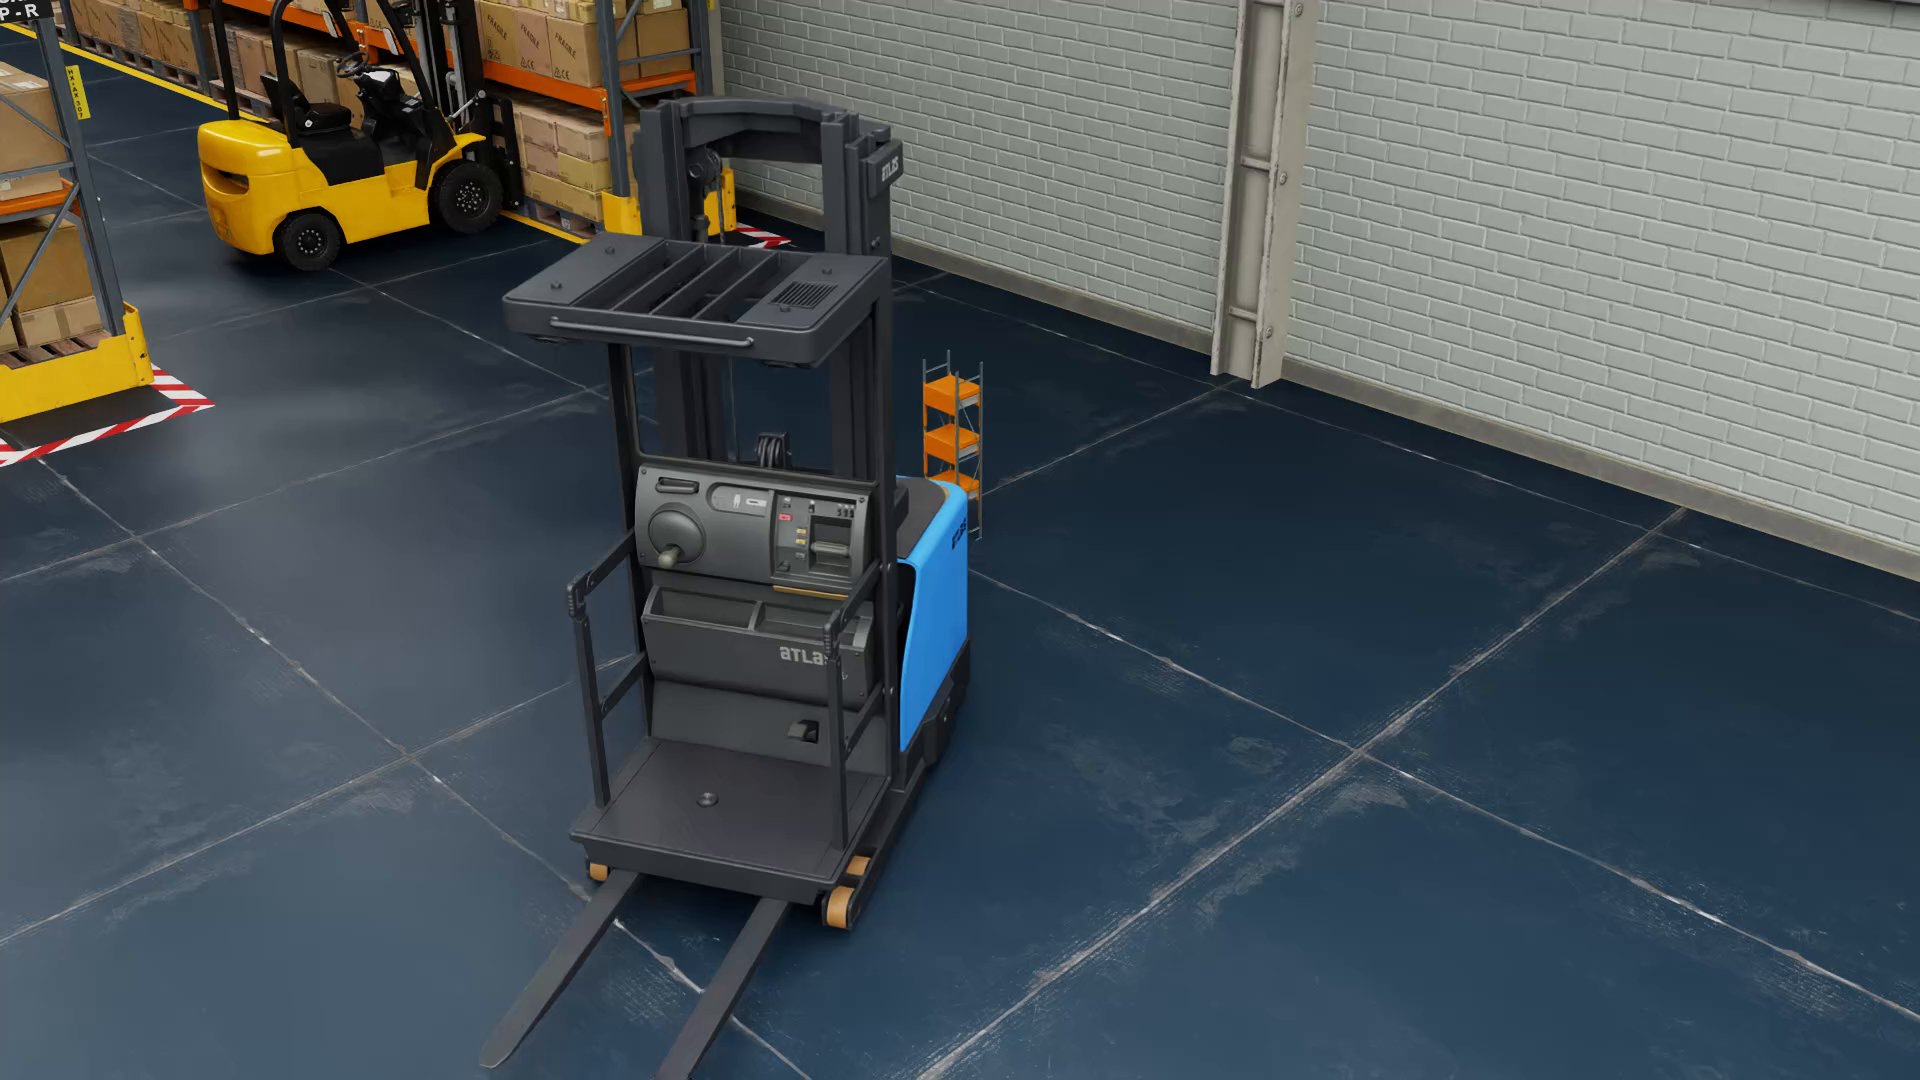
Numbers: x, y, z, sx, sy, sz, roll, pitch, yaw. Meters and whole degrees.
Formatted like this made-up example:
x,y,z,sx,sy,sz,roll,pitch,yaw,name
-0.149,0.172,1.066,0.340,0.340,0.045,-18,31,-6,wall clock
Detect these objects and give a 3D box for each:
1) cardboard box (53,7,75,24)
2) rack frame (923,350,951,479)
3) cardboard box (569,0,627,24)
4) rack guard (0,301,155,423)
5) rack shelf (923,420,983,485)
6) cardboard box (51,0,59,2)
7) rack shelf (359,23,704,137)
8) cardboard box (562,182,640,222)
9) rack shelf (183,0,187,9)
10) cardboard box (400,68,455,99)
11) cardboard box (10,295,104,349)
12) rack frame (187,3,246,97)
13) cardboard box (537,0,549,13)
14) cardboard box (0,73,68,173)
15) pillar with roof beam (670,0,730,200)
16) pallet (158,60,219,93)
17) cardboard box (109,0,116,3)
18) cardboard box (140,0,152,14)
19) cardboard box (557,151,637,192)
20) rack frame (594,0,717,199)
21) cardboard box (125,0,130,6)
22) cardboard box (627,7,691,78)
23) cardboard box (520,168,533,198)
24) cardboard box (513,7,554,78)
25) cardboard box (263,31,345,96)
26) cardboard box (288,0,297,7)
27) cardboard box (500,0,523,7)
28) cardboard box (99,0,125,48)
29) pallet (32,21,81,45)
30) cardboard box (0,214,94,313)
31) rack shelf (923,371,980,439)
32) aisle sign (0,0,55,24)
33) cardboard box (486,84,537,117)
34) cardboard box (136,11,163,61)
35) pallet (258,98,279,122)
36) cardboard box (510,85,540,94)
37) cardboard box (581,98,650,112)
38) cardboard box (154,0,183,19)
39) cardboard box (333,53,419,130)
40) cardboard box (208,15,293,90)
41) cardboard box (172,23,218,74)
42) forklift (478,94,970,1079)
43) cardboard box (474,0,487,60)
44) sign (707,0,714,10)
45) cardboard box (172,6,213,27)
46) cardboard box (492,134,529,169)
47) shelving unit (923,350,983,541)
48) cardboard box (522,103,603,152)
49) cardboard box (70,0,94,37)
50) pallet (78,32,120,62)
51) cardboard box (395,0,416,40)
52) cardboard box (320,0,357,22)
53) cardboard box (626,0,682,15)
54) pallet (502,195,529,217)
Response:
x,y,z,sx,sy,sz,roll,pitch,yaw,name
-11.610,-6.815,21.599,0.250,0.149,0.380,23,36,37,cardboard box
-0.125,-0.522,9.115,0.008,1.050,0.200,25,36,38,rack frame
-2.894,-4.242,13.291,0.380,0.149,0.250,-25,36,-38,cardboard box
-5.981,-1.161,10.921,0.348,0.500,1.175,25,36,38,rack guard
-0.038,-0.473,9.044,0.240,0.259,0.215,25,36,38,rack shelf
-12.167,-7.330,22.201,0.500,0.500,0.700,23,35,37,cardboard box
-3.876,-4.225,14.835,4.000,0.370,1.077,25,36,38,rack shelf
-3.006,-2.908,14.061,0.500,0.250,0.500,25,37,39,cardboard box
-9.581,-6.835,19.800,4.000,0.370,1.077,25,36,38,rack shelf
-4.820,-4.175,15.397,0.500,0.250,0.500,25,36,38,cardboard box
-6.309,-1.566,11.509,0.500,0.250,0.500,24,36,38,cardboard box
-8.154,-6.501,18.391,0.127,3.000,1.000,25,36,38,rack frame
-3.239,-4.421,13.630,0.380,0.149,0.250,-24,36,-38,cardboard box
-6.071,-2.665,10.668,0.500,0.500,0.500,24,36,38,cardboard box
-5.333,-5.644,10.314,0.400,9.000,9.100,25,36,38,pillar with roof beam
-8.660,-5.523,19.527,1.213,0.211,1.003,25,36,38,pallet
-10.138,-6.644,20.200,0.250,0.149,0.380,24,36,38,cardboard box
-9.392,-6.307,19.559,0.250,0.149,0.380,24,36,38,cardboard box
-3.016,-3.136,13.957,0.500,0.250,0.500,24,36,38,cardboard box
-2.450,-3.891,13.427,0.127,3.000,1.000,25,36,38,rack frame
-9.750,-6.484,19.896,0.250,0.149,0.380,25,37,39,cardboard box
-2.608,-4.189,13.886,0.500,0.500,0.500,-24,36,-38,cardboard box
-3.705,-3.240,14.692,0.500,0.250,0.500,-25,37,-39,cardboard box
-3.348,-4.181,13.871,0.500,0.500,0.500,-24,36,-38,cardboard box
-6.768,-4.998,17.632,0.625,0.625,0.875,23,35,36,cardboard box
-6.540,-5.542,16.727,0.500,0.250,0.500,25,37,39,cardboard box
-3.631,-4.577,13.927,0.250,0.149,0.380,23,36,37,cardboard box
-10.080,-6.319,20.278,0.500,0.500,0.500,23,36,37,cardboard box
-11.496,-6.797,21.949,1.213,0.211,1.003,25,36,38,pallet
-6.326,-1.906,11.349,0.500,0.500,0.500,23,36,37,cardboard box
-0.038,-0.724,8.912,0.240,0.259,0.215,25,36,38,rack shelf
-5.666,-3.476,9.844,0.004,0.787,0.394,25,36,38,aisle sign
-4.088,-3.843,14.764,0.500,0.250,0.500,24,36,37,cardboard box
-9.331,-5.984,19.642,0.500,0.500,0.500,-23,36,-37,cardboard box
-6.729,-4.588,17.748,1.213,0.211,1.003,25,36,38,pallet
-3.728,-4.020,15.101,0.500,0.250,0.500,24,36,37,cardboard box
-3.019,-3.684,14.462,0.500,0.250,0.500,25,36,38,cardboard box
-9.057,-6.124,19.212,0.250,0.149,0.380,23,36,37,cardboard box
-5.682,-4.497,16.681,0.875,0.625,0.625,-23,36,-37,cardboard box
-7.719,-5.428,18.450,0.875,0.625,0.625,-24,36,-38,cardboard box
-8.607,-5.647,19.002,0.500,0.500,0.500,-24,36,-38,cardboard box
-0.850,-0.004,6.109,1.130,2.935,3.031,8,29,14,forklift
-4.080,-4.509,14.494,0.500,0.500,0.500,25,37,39,cardboard box
-2.056,-4.491,13.553,0.005,0.325,0.100,25,36,38,sign
-8.684,-5.945,18.871,0.250,0.149,0.380,23,35,36,cardboard box
-3.749,-3.465,14.583,0.500,0.250,0.500,24,36,37,cardboard box
-0.038,-0.482,9.039,0.252,1.050,0.215,25,36,38,shelving unit
-3.365,-3.514,14.138,0.500,0.250,0.500,-25,36,-38,cardboard box
-10.820,-6.653,20.915,0.500,0.500,0.500,-23,36,-37,cardboard box
-10.400,-6.319,21.041,1.213,0.211,1.003,25,36,38,pallet
-4.786,-4.845,15.133,0.500,0.500,0.500,-25,36,-38,cardboard box
-5.845,-5.207,16.091,0.500,0.250,0.500,-24,36,-38,cardboard box
-2.510,-4.419,13.627,0.250,0.149,0.380,23,36,37,cardboard box
-3.890,-3.290,15.281,1.213,0.211,1.003,25,36,38,pallet
